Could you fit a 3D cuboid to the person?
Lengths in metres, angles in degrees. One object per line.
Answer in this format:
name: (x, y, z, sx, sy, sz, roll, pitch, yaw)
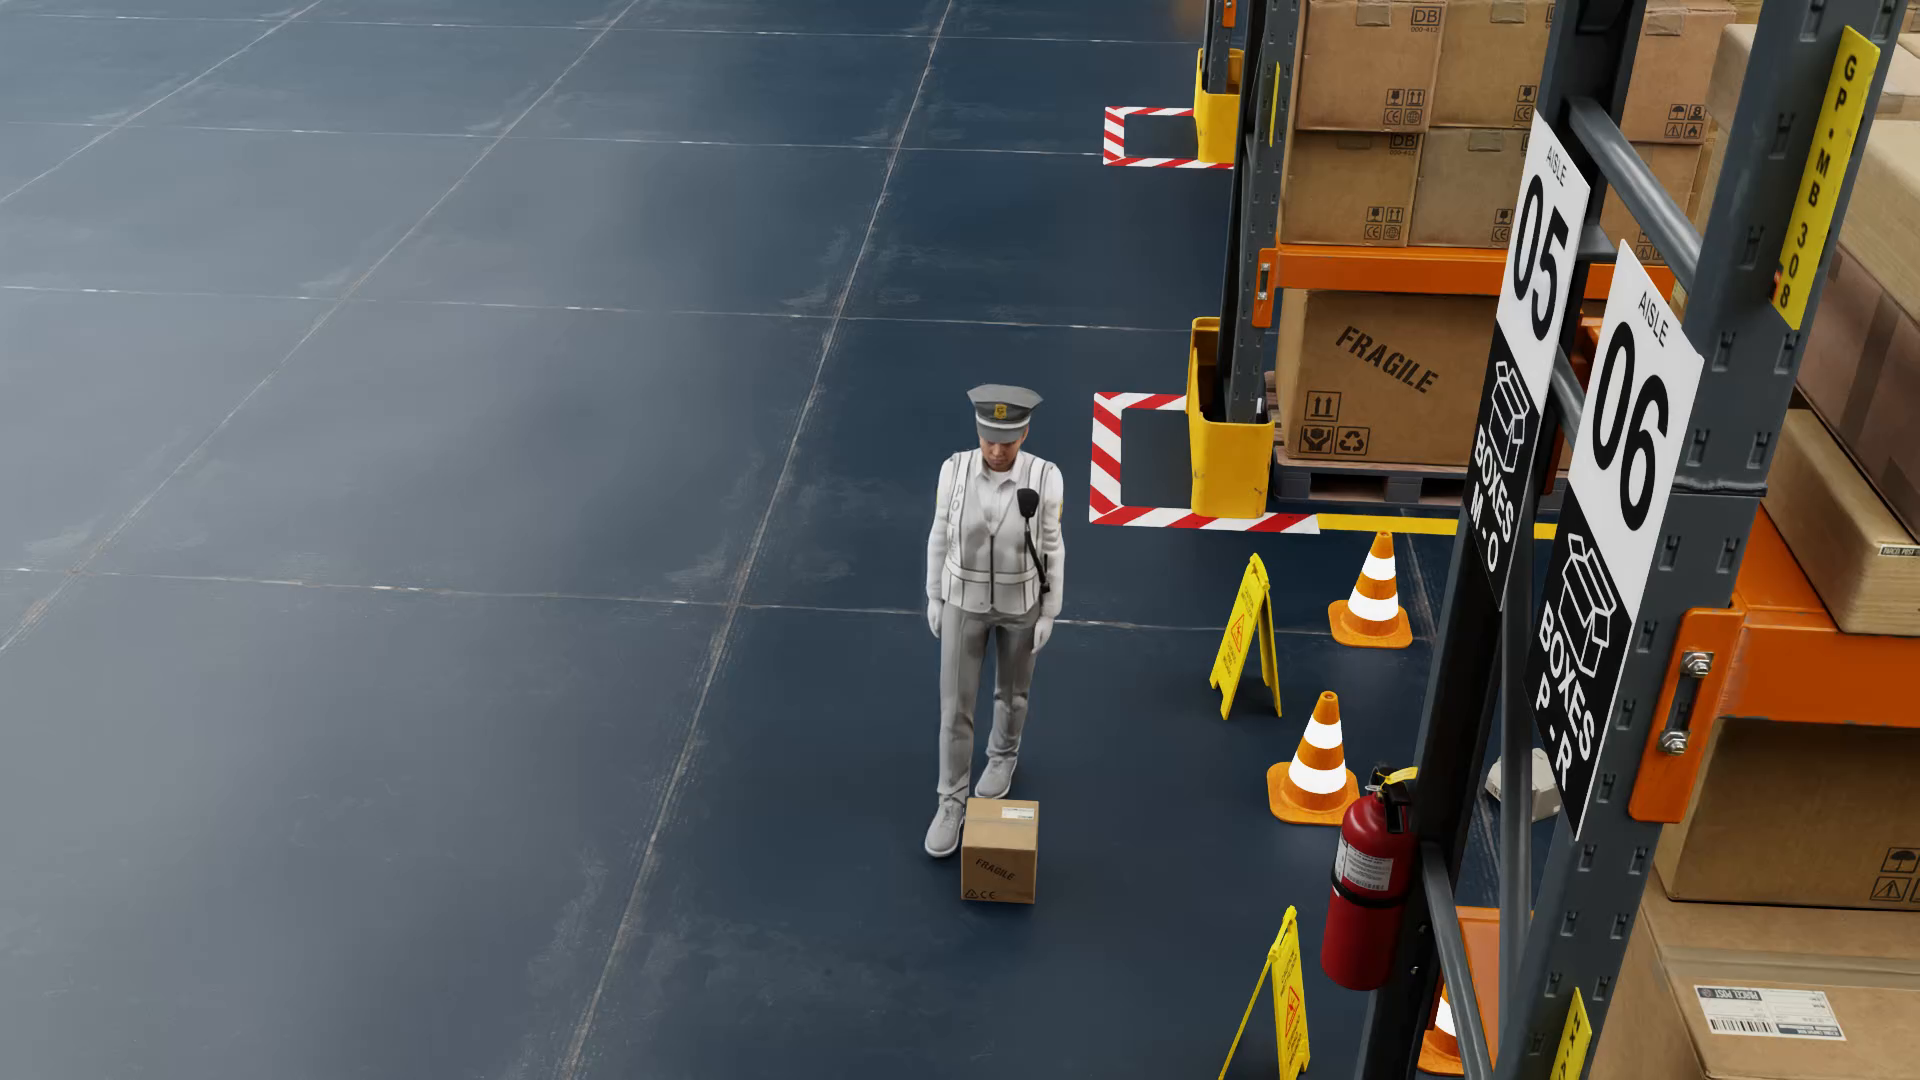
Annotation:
person: (0.106, 0.284, 5.655, 0.479, 1.666, 0.605, 2, 32, 4)
